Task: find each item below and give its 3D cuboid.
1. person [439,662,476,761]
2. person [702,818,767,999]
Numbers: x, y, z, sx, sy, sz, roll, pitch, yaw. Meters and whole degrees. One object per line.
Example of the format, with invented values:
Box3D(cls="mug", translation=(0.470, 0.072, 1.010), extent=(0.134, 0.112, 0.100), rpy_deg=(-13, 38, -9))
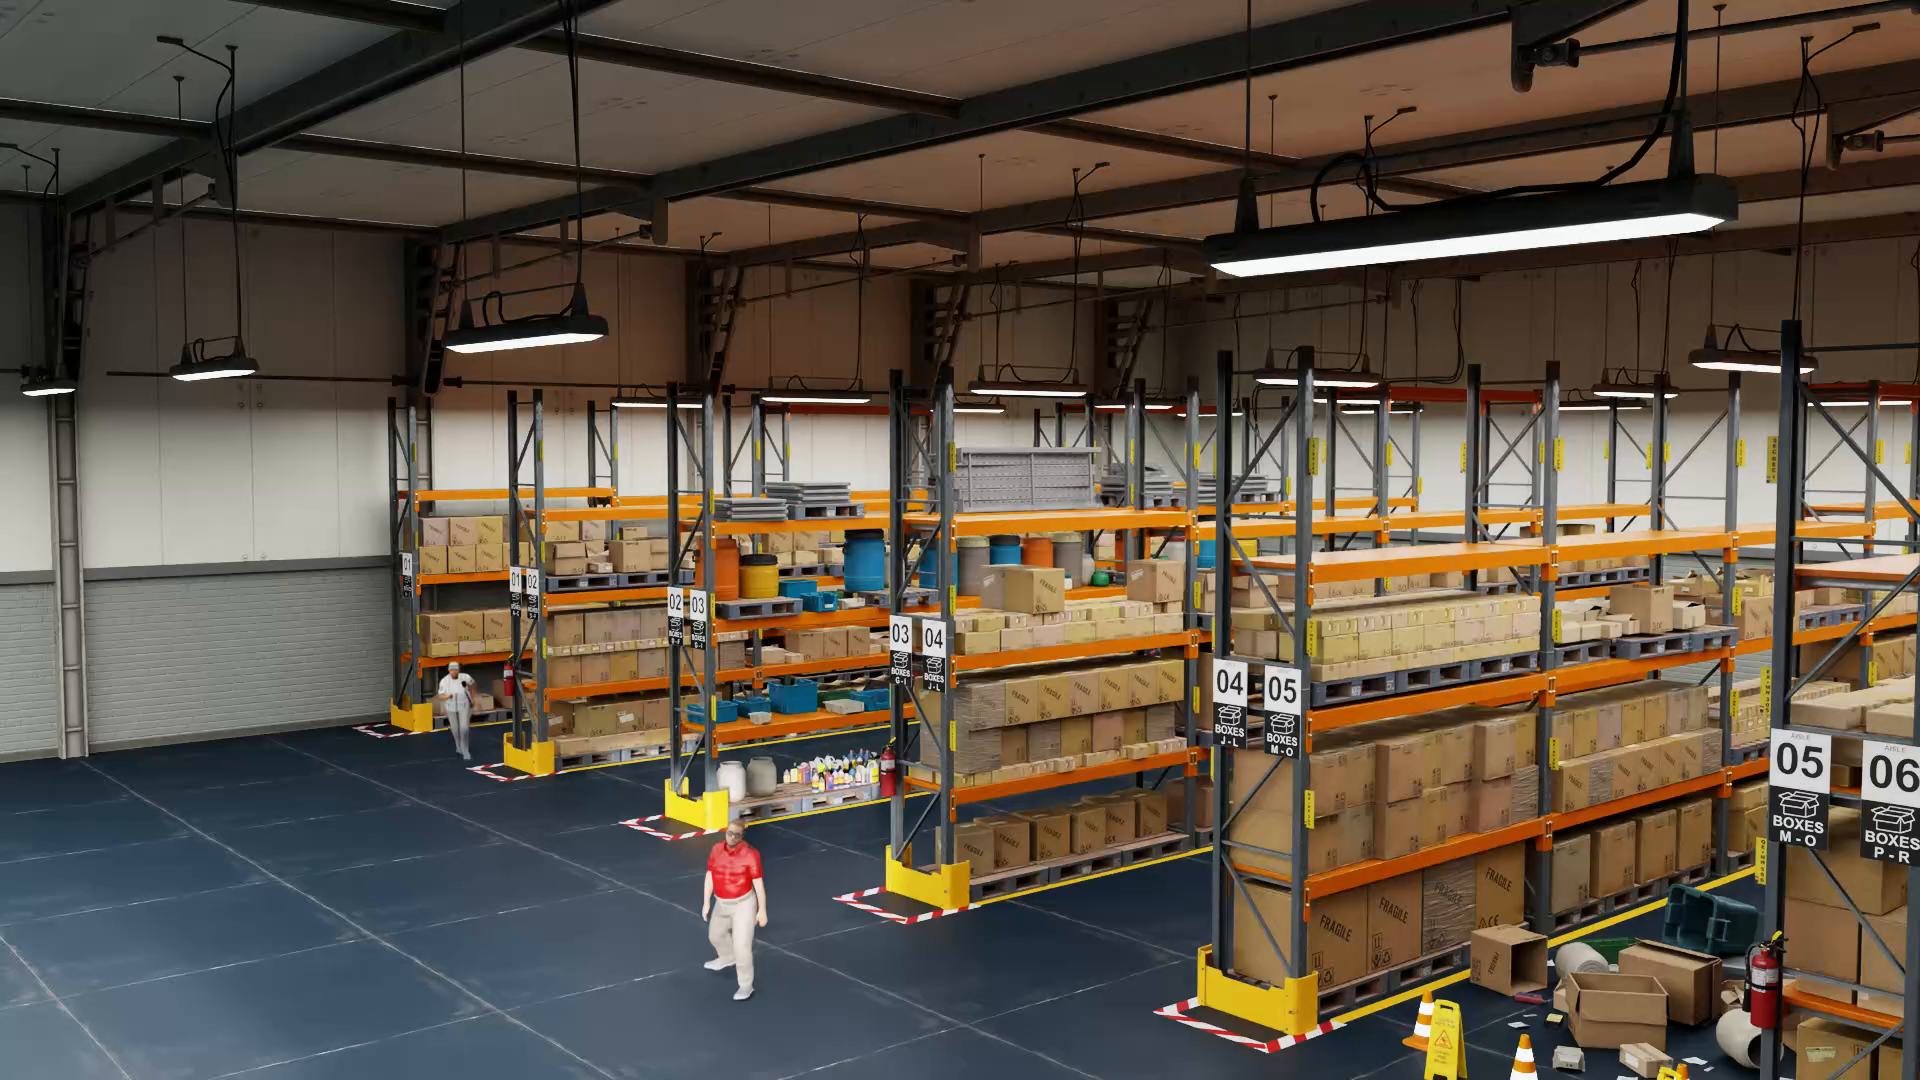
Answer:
Box3D(cls="person", translation=(-8.209, 2.769, 27.176), extent=(0.533, 1.617, 0.926), rpy_deg=(0, 3, -5))
Box3D(cls="person", translation=(-2.173, 3.408, 15.761), extent=(0.839, 1.658, 0.730), rpy_deg=(2, 4, 26))
